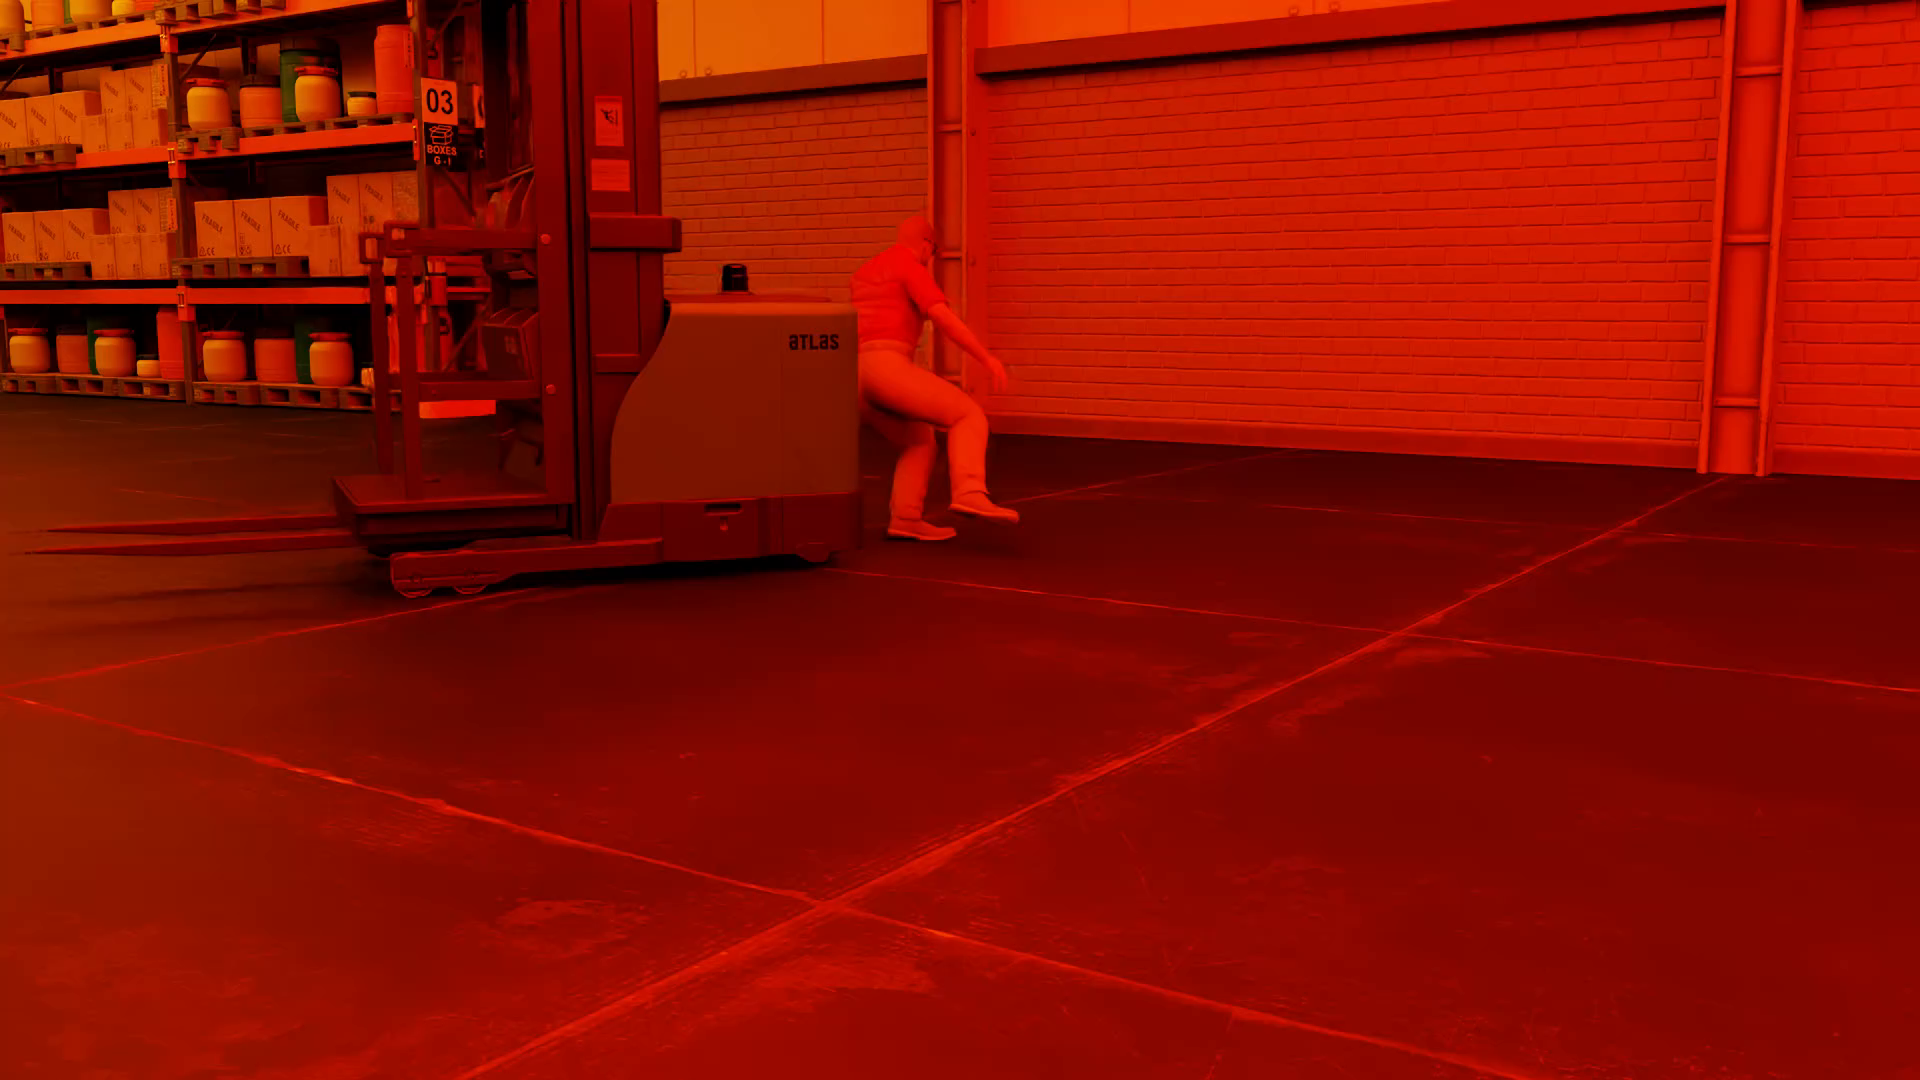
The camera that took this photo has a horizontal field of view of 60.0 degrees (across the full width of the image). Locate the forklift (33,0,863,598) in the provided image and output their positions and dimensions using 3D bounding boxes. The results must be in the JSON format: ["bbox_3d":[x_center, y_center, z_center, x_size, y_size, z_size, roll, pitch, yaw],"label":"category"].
[{"bbox_3d":[-1.961,-1.321,6.486,3.031,2.935,1.130,-4,9,-24],"label":"forklift"}]

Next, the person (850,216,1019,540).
[{"bbox_3d":[-0.079,-0.756,7.750,1.194,1.493,0.935,8,11,44],"label":"person"}]
